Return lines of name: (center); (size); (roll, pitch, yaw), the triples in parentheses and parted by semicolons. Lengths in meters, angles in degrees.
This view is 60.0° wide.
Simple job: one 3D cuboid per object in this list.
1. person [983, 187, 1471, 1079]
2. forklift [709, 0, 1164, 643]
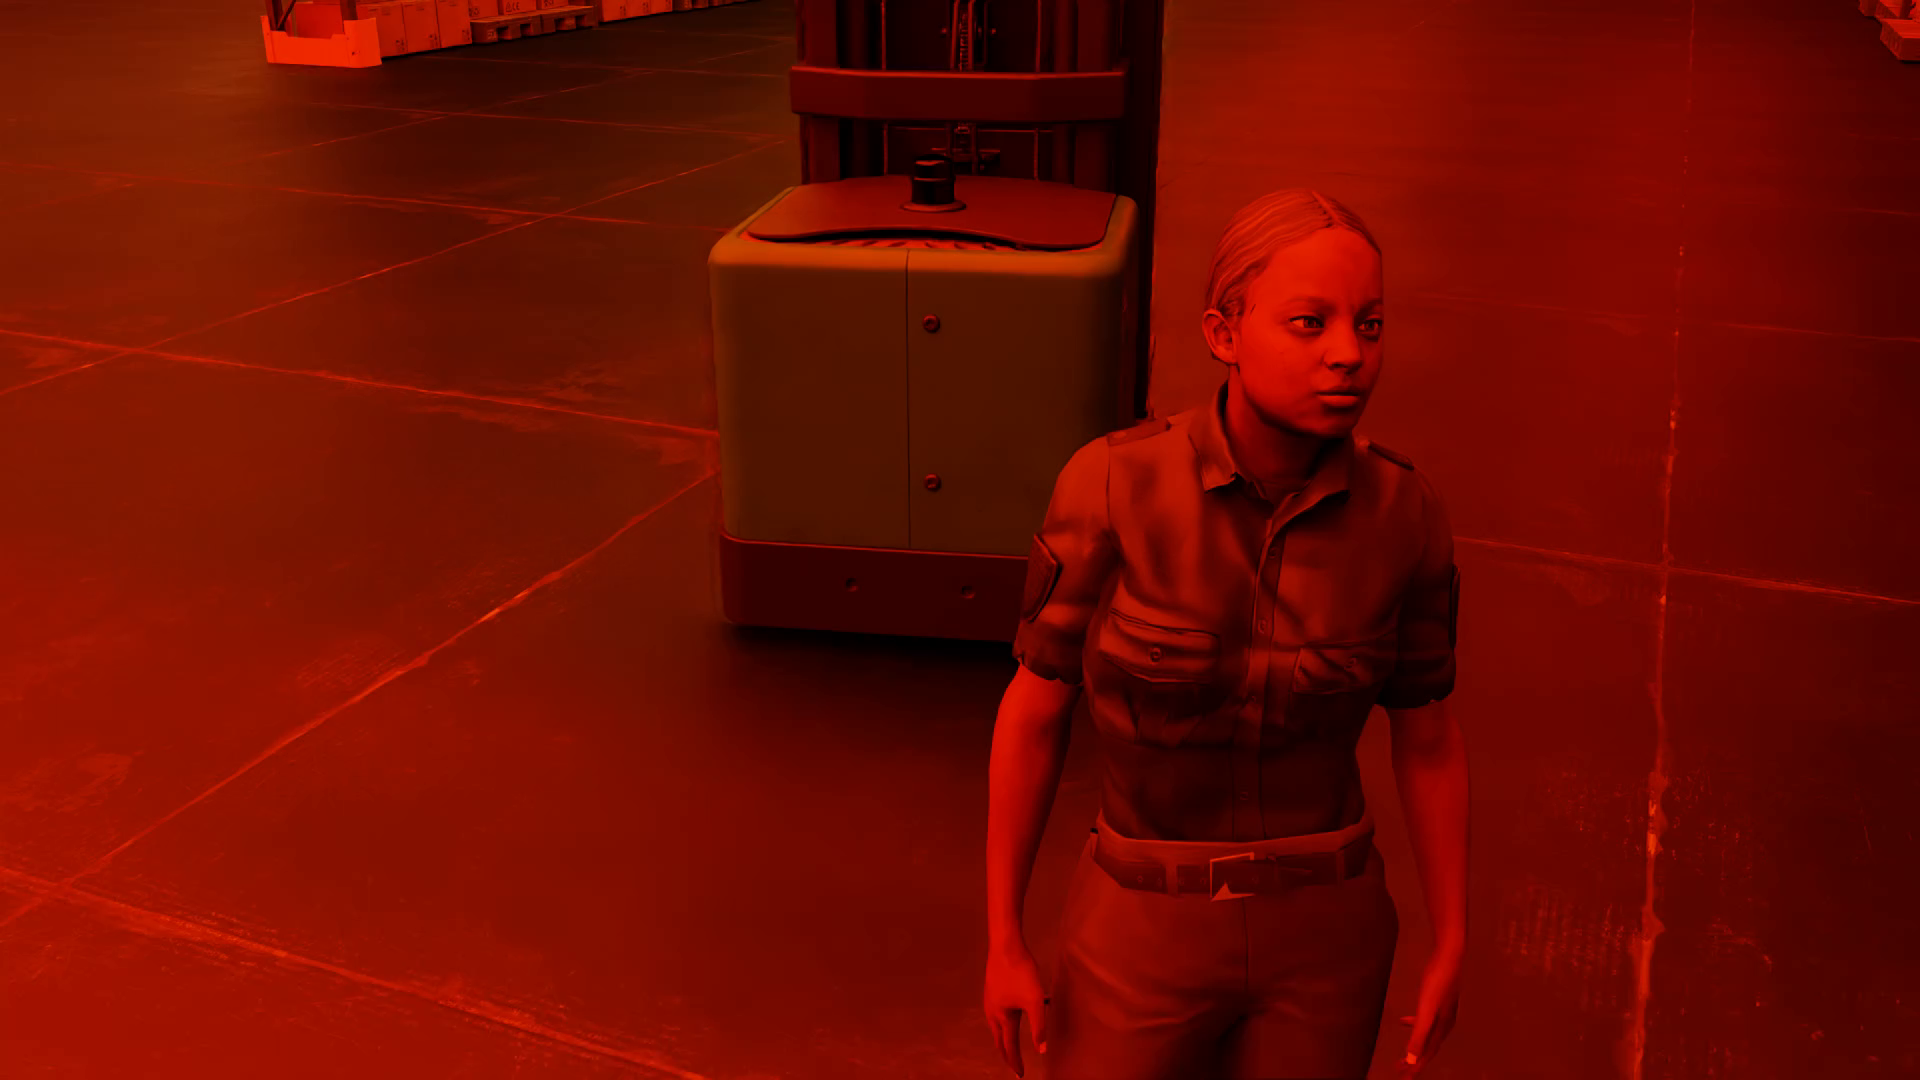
person: (0.282, 0.483, 1.776); (0.569, 1.654, 0.504); (-1, 23, -3)
forklift: (0.092, -1.613, 5.152); (1.130, 2.935, 3.031); (3, 23, 8)
